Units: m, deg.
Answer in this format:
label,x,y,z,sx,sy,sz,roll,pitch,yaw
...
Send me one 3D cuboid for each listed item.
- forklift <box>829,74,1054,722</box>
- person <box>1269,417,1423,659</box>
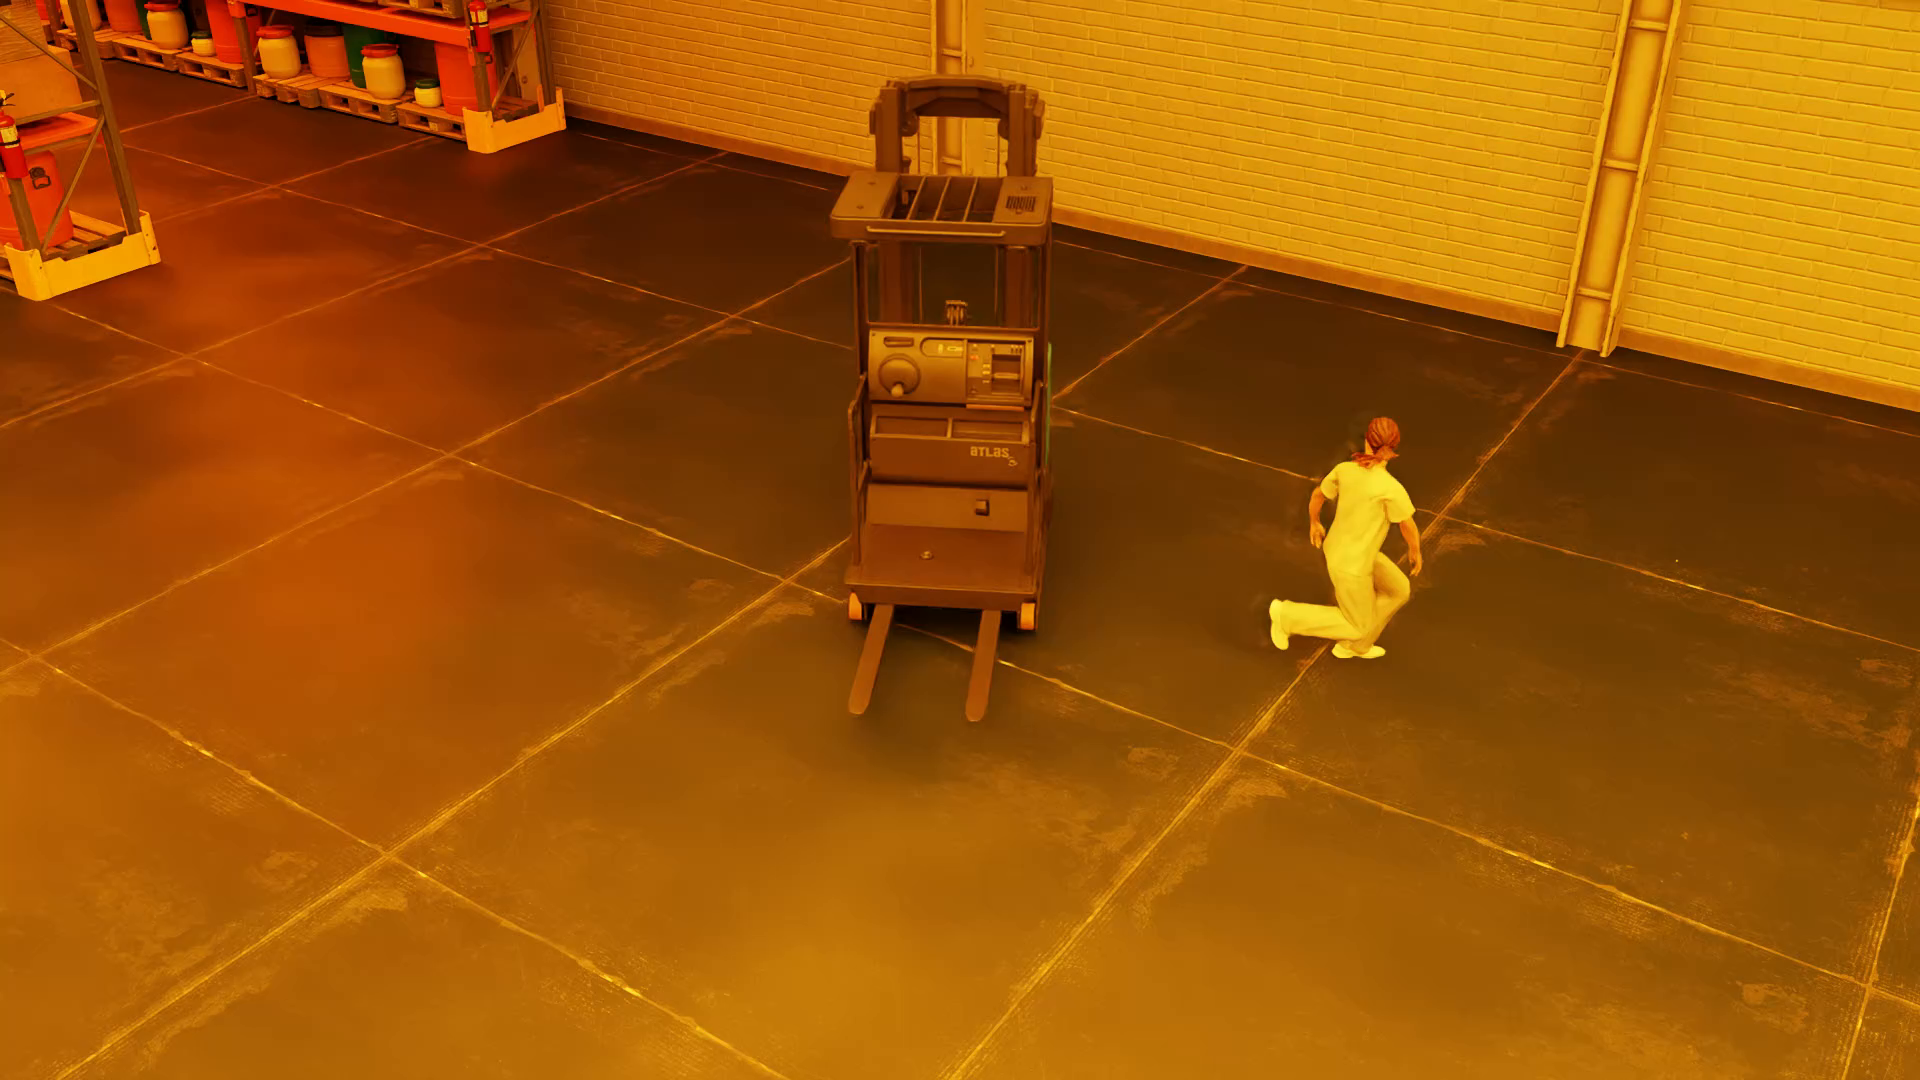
label,x,y,z,sx,sy,sz,roll,pitch,yaw
forklift,-0.072,-0.925,9.174,1.130,2.935,3.031,3,30,5
person,2.112,0.019,9.076,0.776,1.446,0.569,-1,30,-2
